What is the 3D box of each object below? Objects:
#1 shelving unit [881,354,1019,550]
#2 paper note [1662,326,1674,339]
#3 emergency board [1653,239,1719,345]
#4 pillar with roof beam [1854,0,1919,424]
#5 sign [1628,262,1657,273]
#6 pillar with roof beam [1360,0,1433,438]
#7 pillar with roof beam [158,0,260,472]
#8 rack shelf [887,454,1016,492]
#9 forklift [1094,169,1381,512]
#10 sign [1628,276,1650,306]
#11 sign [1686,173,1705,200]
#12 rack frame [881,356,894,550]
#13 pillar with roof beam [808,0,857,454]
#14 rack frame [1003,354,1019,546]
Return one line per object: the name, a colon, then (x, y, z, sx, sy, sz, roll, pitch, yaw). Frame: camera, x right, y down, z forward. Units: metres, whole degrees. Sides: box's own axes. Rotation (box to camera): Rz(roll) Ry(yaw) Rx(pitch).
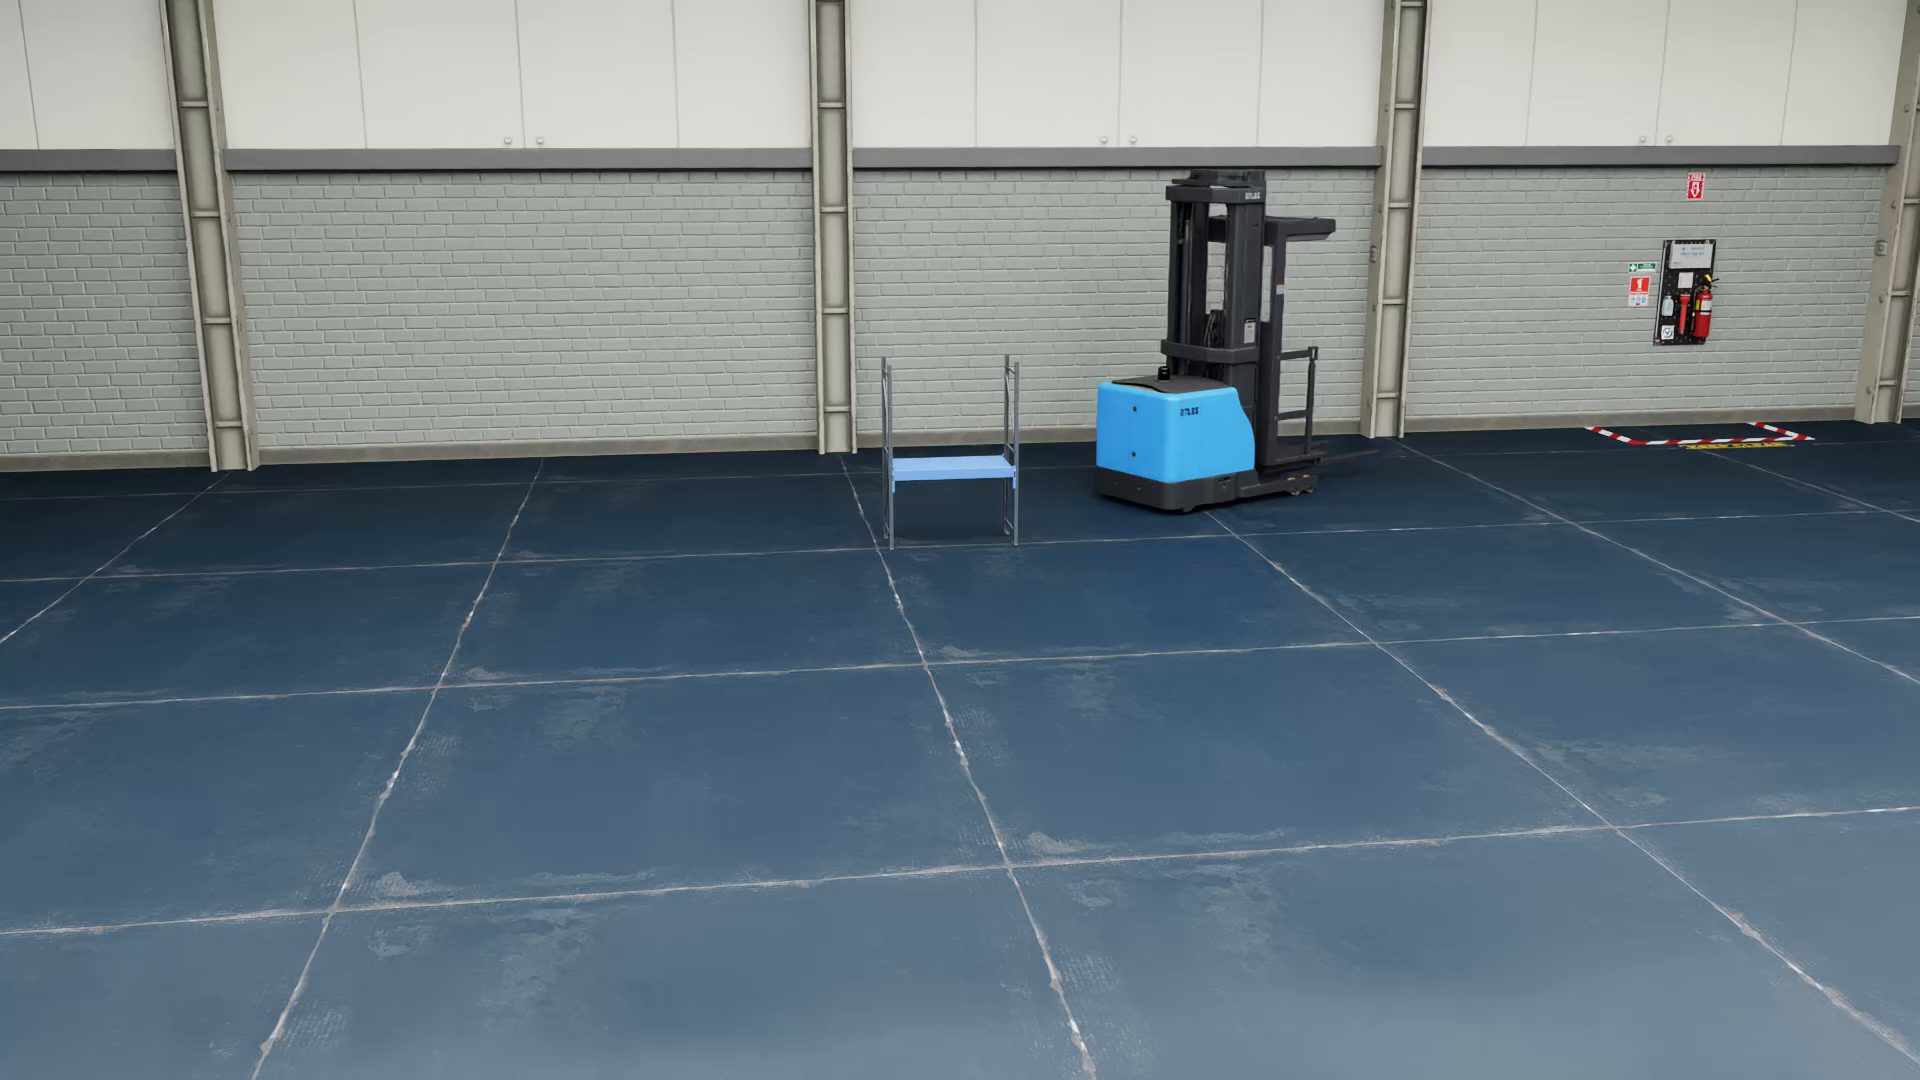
shelving unit: (-0.084, -0.724, 13.527, 1.048, 1.500, 0.538, -2, 14, -8)
paper note: (7.942, -2.329, 18.655, 0.142, 0.148, 0.016, -2, 14, -8)
emergency board: (8.127, -2.747, 18.507, 0.643, 1.169, 0.194, -2, 14, -8)
pillar with roof beam: (11.218, -4.701, 13.969, 0.400, 9.000, 9.100, -2, 14, -8)
sign: (7.571, -3.024, 18.449, 0.331, 0.109, 0.001, -2, 14, -8)
pillar with roof beam: (5.284, -4.484, 13.102, 0.400, 9.000, 9.100, -2, 14, -8)
pillar with roof beam: (-6.582, -4.049, 11.368, 0.400, 9.000, 9.100, -2, 14, -8)
rack shelf: (-0.084, -0.550, 13.571, 1.000, 0.185, 0.538, -2, 14, -8)
forklift: (2.714, -1.925, 15.374, 3.031, 2.935, 1.130, -10, 17, -35)
sign: (7.565, -2.769, 18.522, 0.234, 0.329, 0.001, -2, 14, -8)
sign: (8.104, -3.895, 18.319, 0.199, 0.298, 0.001, -2, 14, -8)
rack frame: (-0.587, -0.706, 13.454, 0.032, 1.500, 0.500, -2, 14, -8)
pillar with roof beam: (-0.649, -4.266, 12.235, 0.400, 9.000, 9.100, -2, 14, -8)
rack frame: (0.418, -0.743, 13.601, 0.032, 1.500, 0.500, -2, 14, -8)
